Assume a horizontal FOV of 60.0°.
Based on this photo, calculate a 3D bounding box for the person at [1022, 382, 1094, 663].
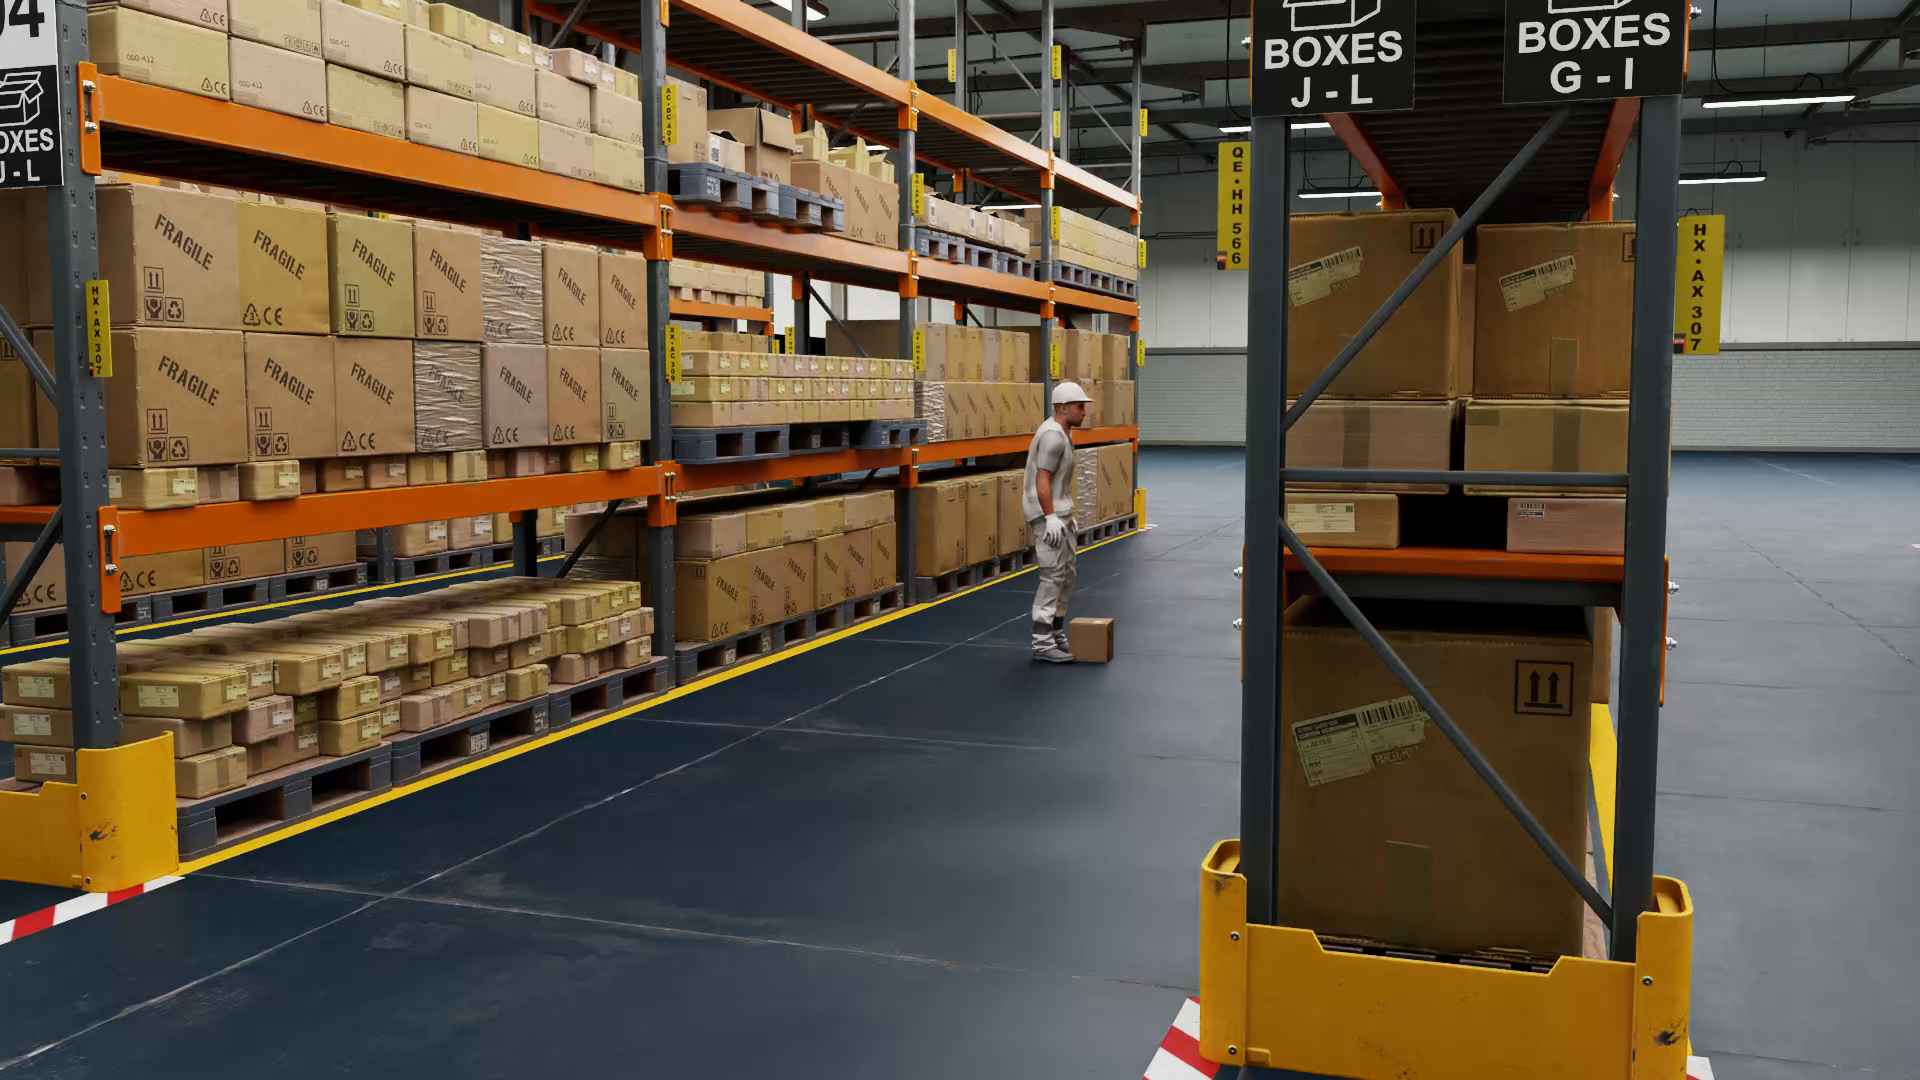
[{"bbox_3d":[0.636,-0.124,10.734,0.449,1.779,0.619,1,5,15],"label":"person"}]
